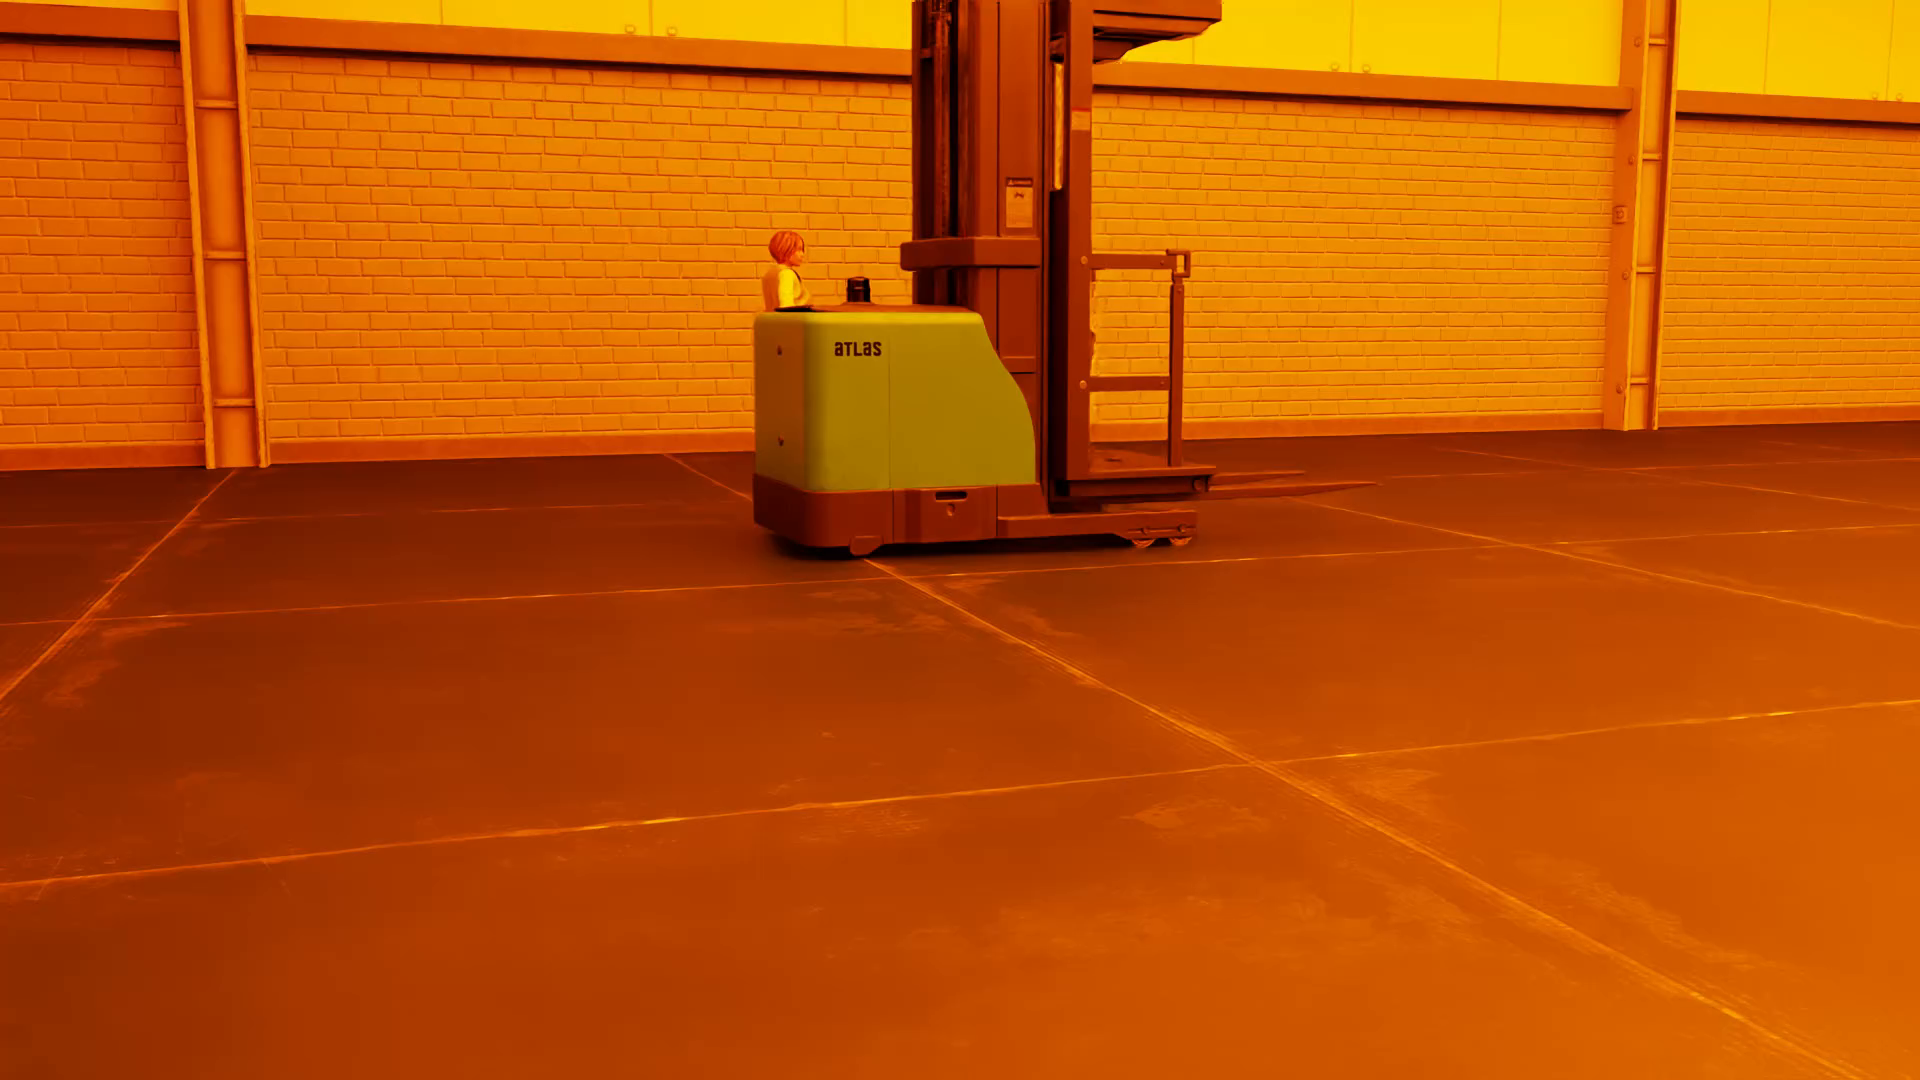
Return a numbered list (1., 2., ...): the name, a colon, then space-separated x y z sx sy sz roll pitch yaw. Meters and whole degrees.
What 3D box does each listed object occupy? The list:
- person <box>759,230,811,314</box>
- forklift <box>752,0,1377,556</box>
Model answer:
1. person: -1.070 -1.170 10.617 0.382 1.596 0.546 -5 9 -30
2. forklift: 0.572 -1.485 7.969 3.031 2.935 1.130 -3 8 -21
